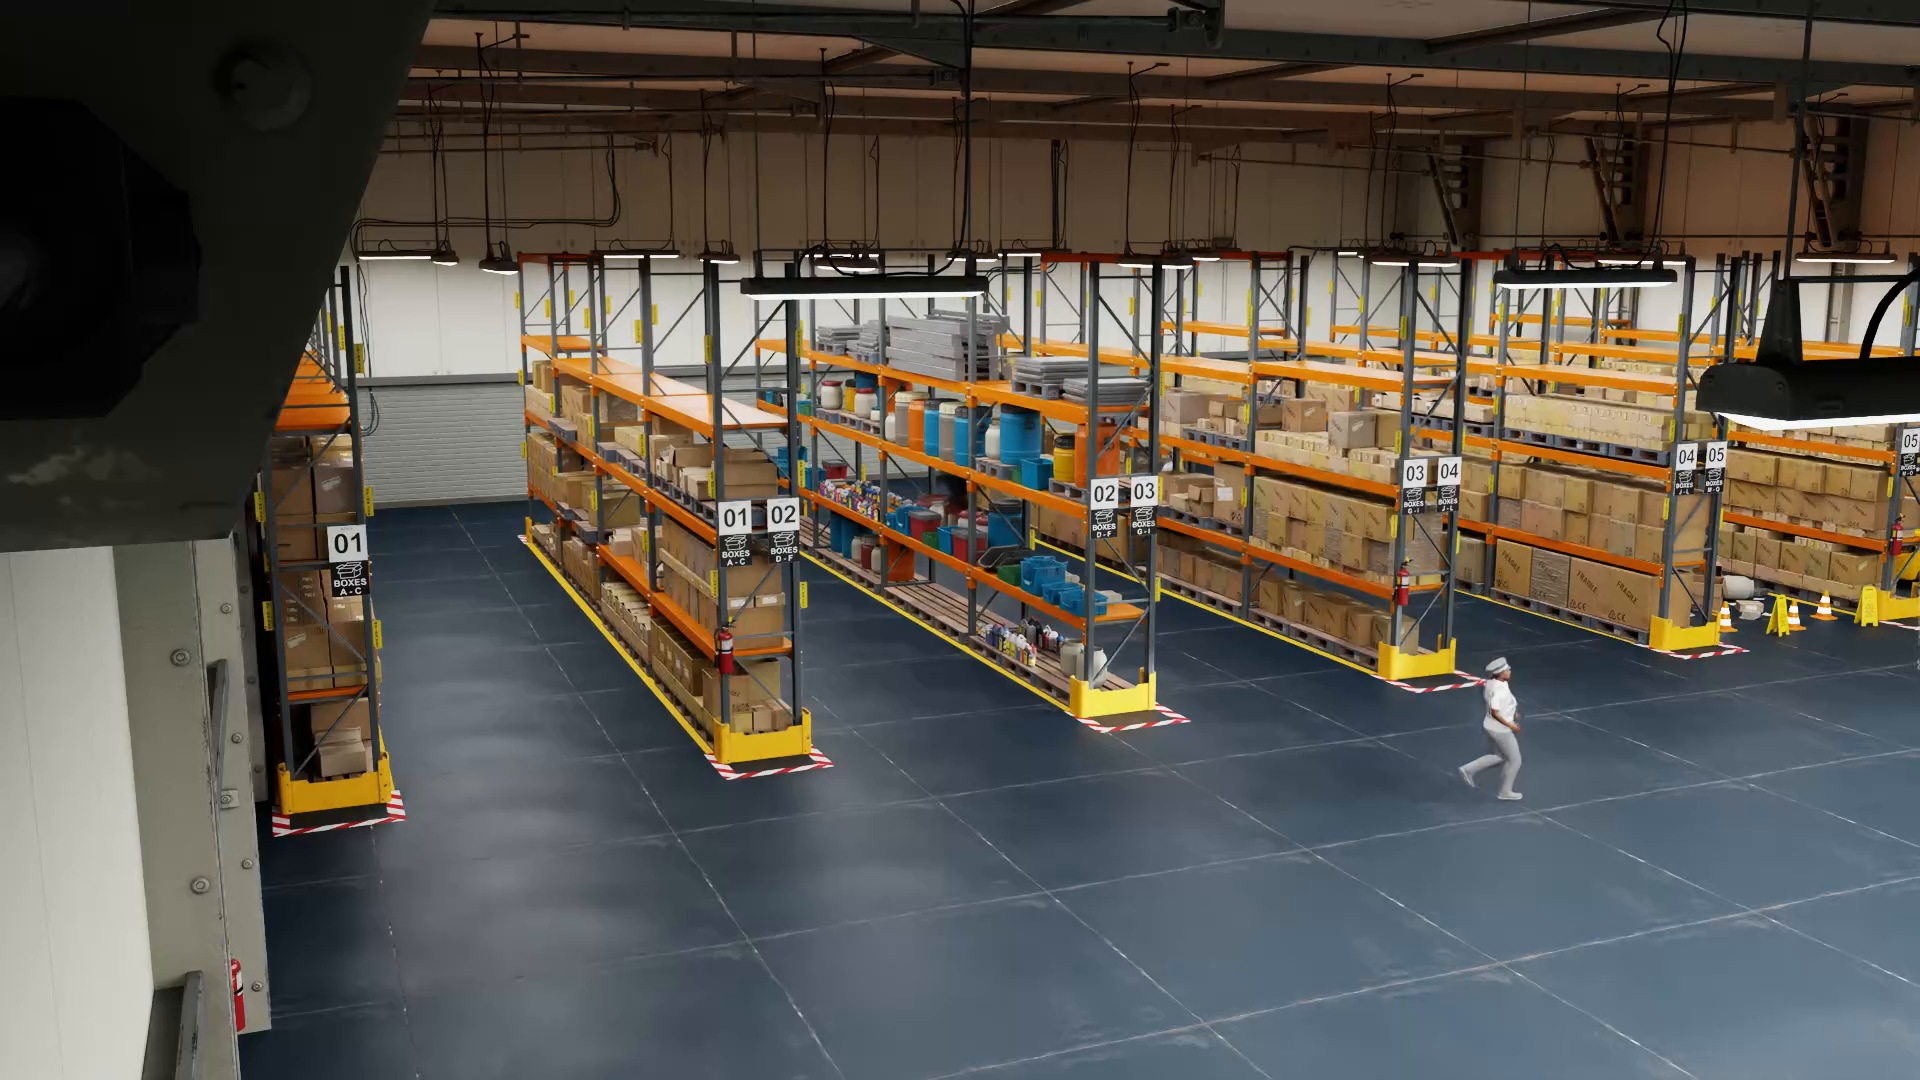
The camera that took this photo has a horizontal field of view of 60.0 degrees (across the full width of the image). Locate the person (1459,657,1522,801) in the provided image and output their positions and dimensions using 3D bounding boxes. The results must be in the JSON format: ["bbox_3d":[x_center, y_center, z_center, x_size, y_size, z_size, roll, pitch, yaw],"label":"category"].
[{"bbox_3d":[6.049,2.131,18.784,0.701,1.654,0.580,0,10,2],"label":"person"}]

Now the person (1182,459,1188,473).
[{"bbox_3d":[5.583,-2.045,41.758,0.817,1.583,0.556,5,11,25],"label":"person"}]

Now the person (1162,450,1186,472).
[{"bbox_3d":[4.769,-1.202,37.060,0.636,1.674,0.577,-3,11,-17],"label":"person"}]
